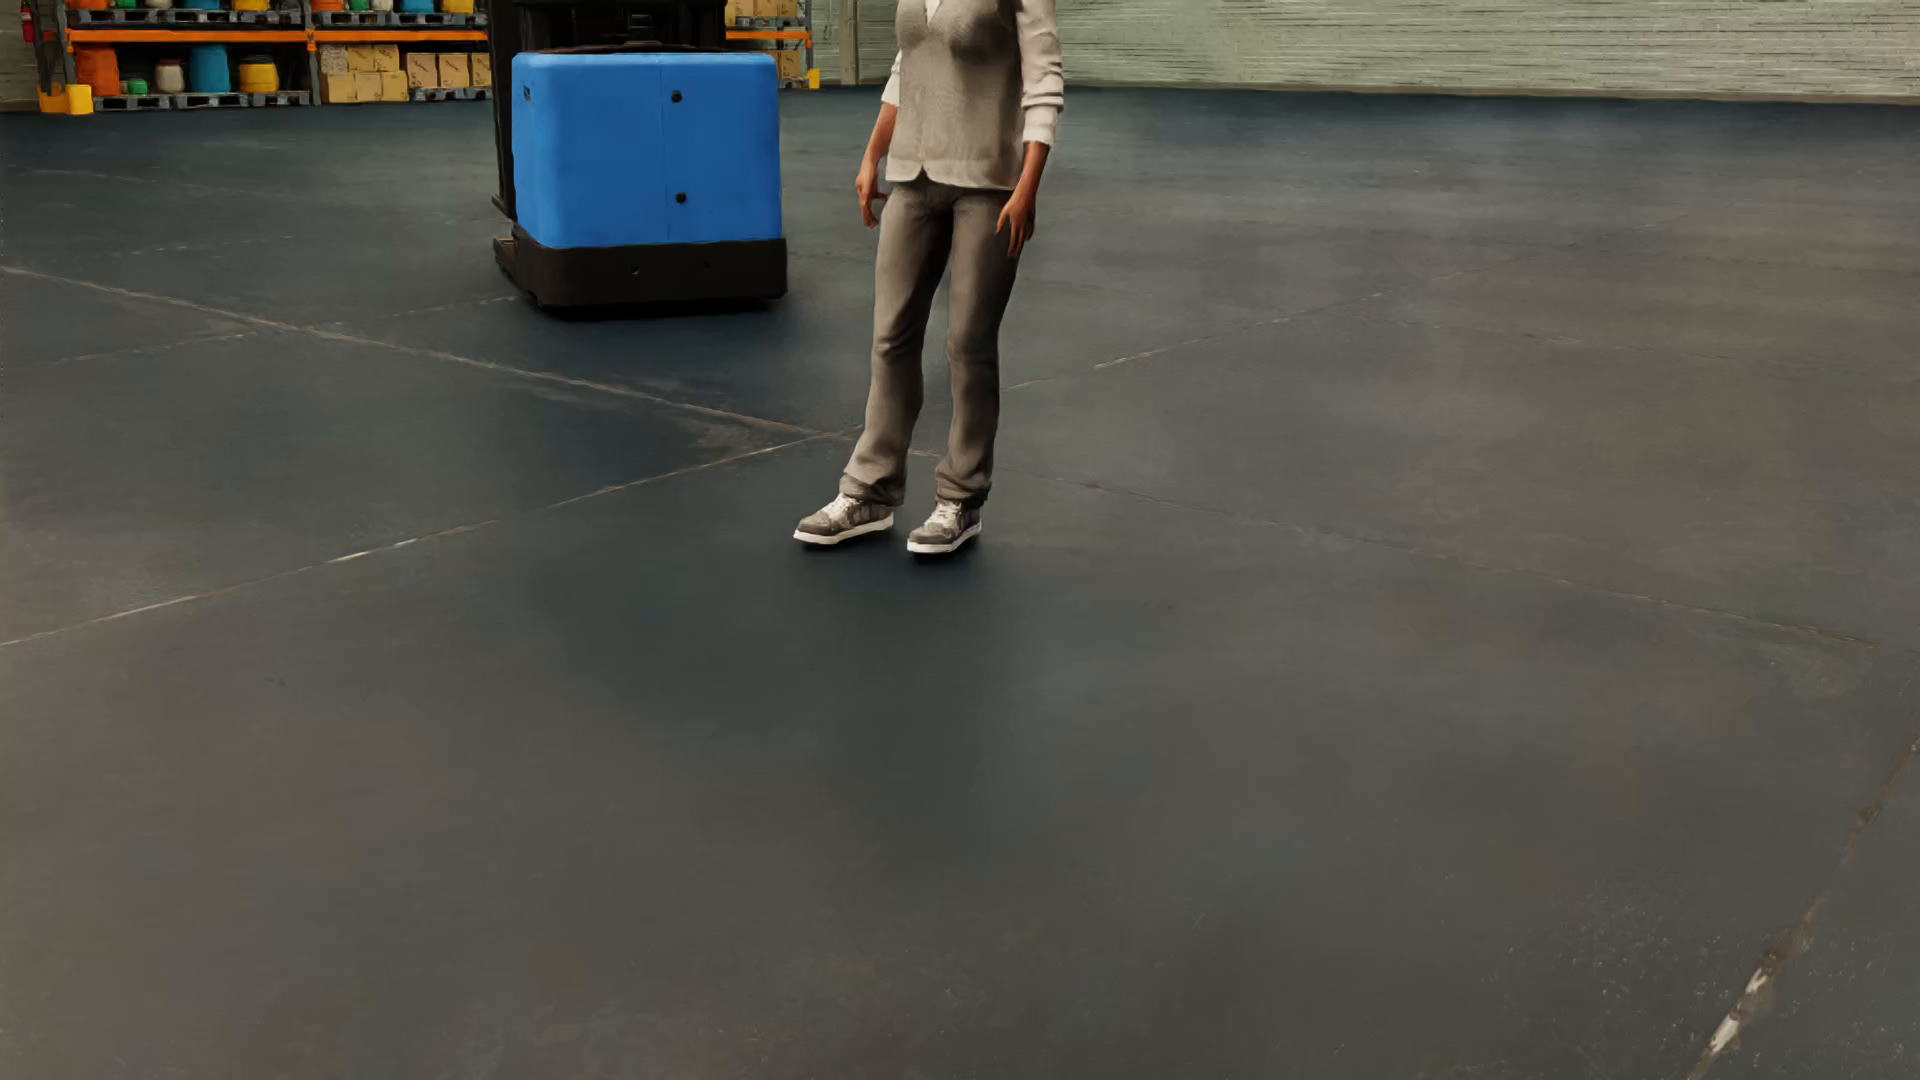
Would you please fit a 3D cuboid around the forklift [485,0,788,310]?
[{"bbox_3d":[-1.738,-2.759,7.984,1.130,2.935,3.031,-6,18,-19],"label":"forklift"}]

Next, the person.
[{"bbox_3d":[-0.058,-0.713,3.675,0.521,1.506,0.474,13,21,37],"label":"person"}]
